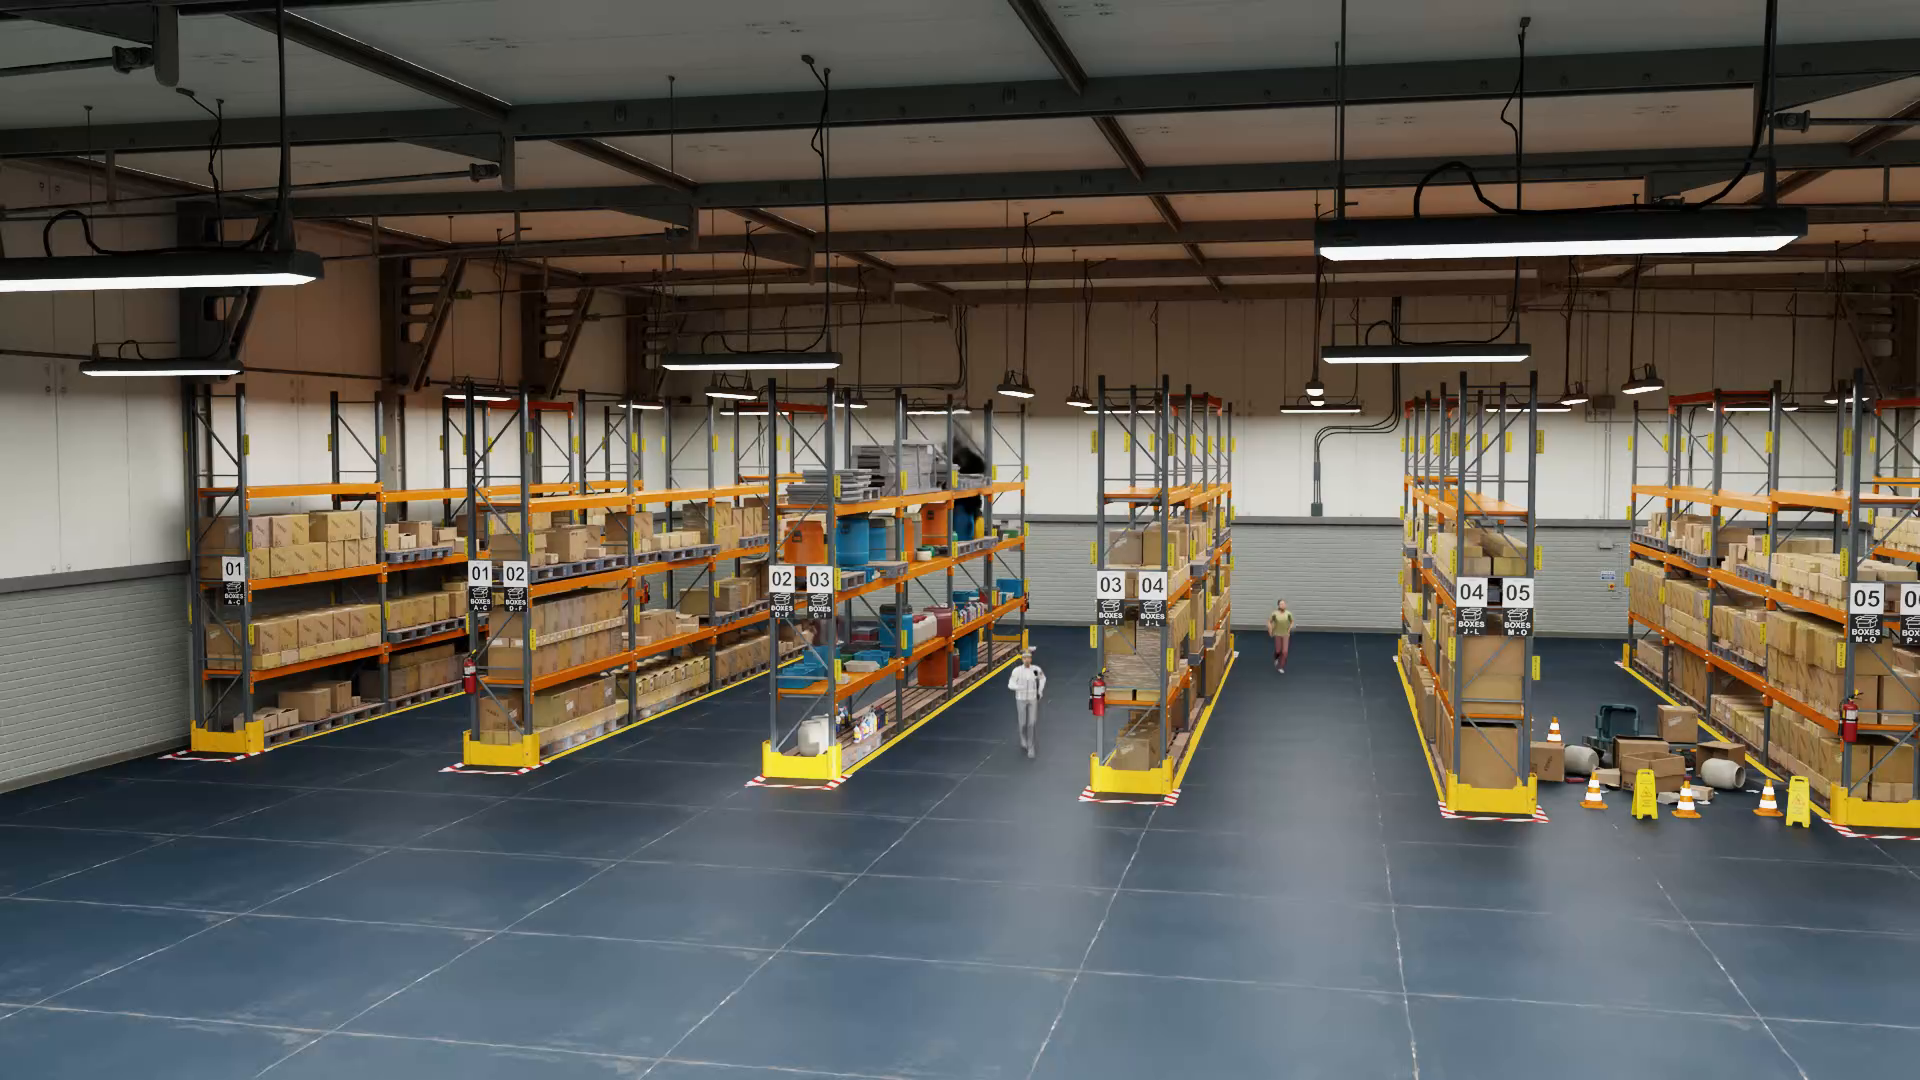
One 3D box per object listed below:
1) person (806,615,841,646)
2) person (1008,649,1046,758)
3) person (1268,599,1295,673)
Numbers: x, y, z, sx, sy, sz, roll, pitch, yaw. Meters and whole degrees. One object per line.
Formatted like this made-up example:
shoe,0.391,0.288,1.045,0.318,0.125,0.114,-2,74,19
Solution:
person,-2.836,2.164,34.369,0.684,1.844,0.848,0,3,5
person,1.086,2.598,26.841,0.612,1.702,0.919,0,3,0
person,7.060,2.109,36.521,0.583,1.625,0.553,0,3,4
